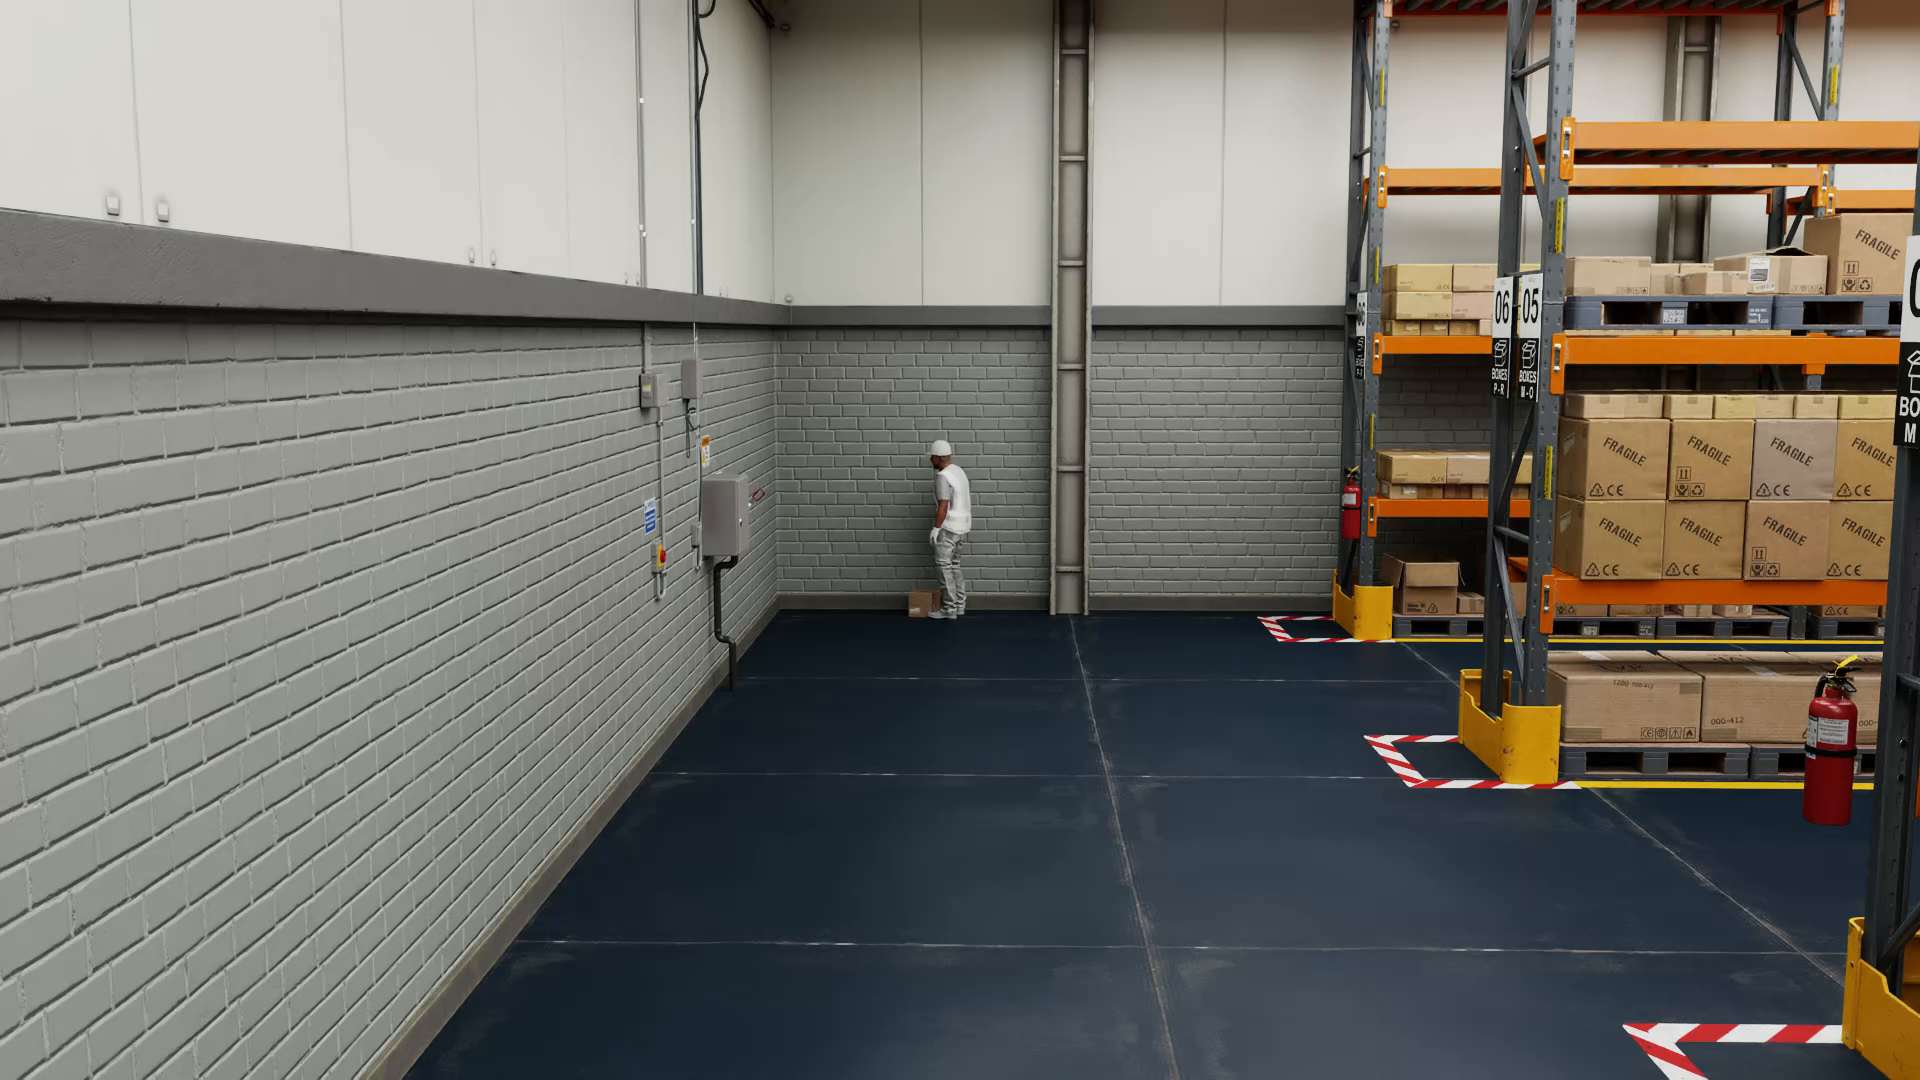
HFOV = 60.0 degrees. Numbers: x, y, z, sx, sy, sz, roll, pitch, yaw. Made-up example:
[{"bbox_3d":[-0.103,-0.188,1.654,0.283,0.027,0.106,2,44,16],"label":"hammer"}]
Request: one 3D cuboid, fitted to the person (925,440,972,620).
[{"bbox_3d":[-0.123,-0.109,16.587,0.446,1.775,0.619,3,8,21],"label":"person"}]
